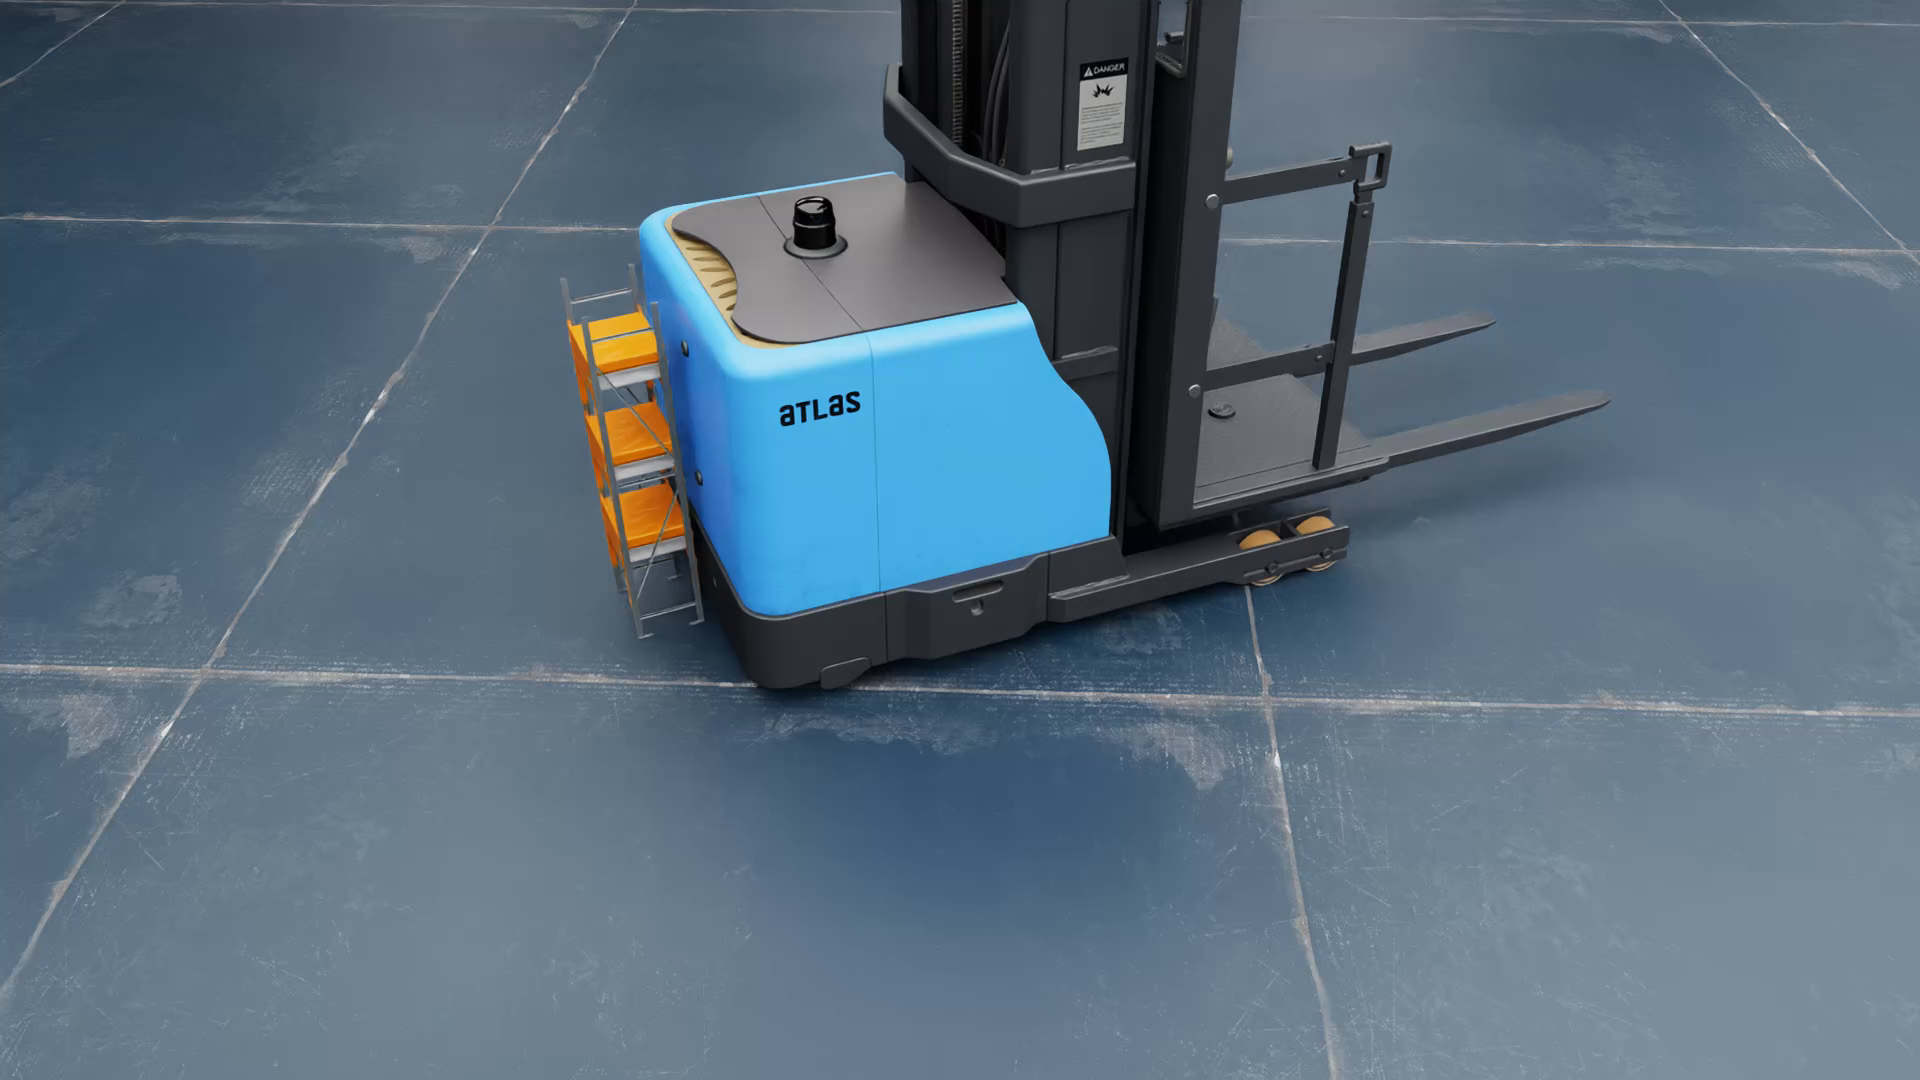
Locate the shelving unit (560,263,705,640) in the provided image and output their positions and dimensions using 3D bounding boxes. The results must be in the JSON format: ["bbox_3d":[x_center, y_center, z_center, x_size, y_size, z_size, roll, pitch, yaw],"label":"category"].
[{"bbox_3d":[-0.907,-0.227,4.654,0.215,1.050,0.252,-15,38,-18],"label":"shelving unit"}]

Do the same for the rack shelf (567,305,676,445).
[{"bbox_3d":[-0.914,-0.449,4.495,0.215,0.259,0.240,-15,38,-18],"label":"rack shelf"}]

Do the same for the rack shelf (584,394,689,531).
[{"bbox_3d":[-0.907,-0.218,4.660,0.215,0.259,0.240,-15,38,-18],"label":"rack shelf"}]

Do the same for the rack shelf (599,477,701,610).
[{"bbox_3d":[-0.899,0.007,4.823,0.215,0.259,0.240,-15,38,-18],"label":"rack shelf"}]

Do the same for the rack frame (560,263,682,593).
[{"bbox_3d":[-0.955,-0.291,4.746,0.200,1.050,0.008,-15,38,-18],"label":"rack frame"}]

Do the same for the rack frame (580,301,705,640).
[{"bbox_3d":[-0.859,-0.163,4.563,0.200,1.050,0.008,-15,38,-18],"label":"rack frame"}]

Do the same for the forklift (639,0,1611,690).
[{"bbox_3d":[0.644,-1.327,4.590,3.031,2.935,1.130,-13,37,-18],"label":"forklift"}]
